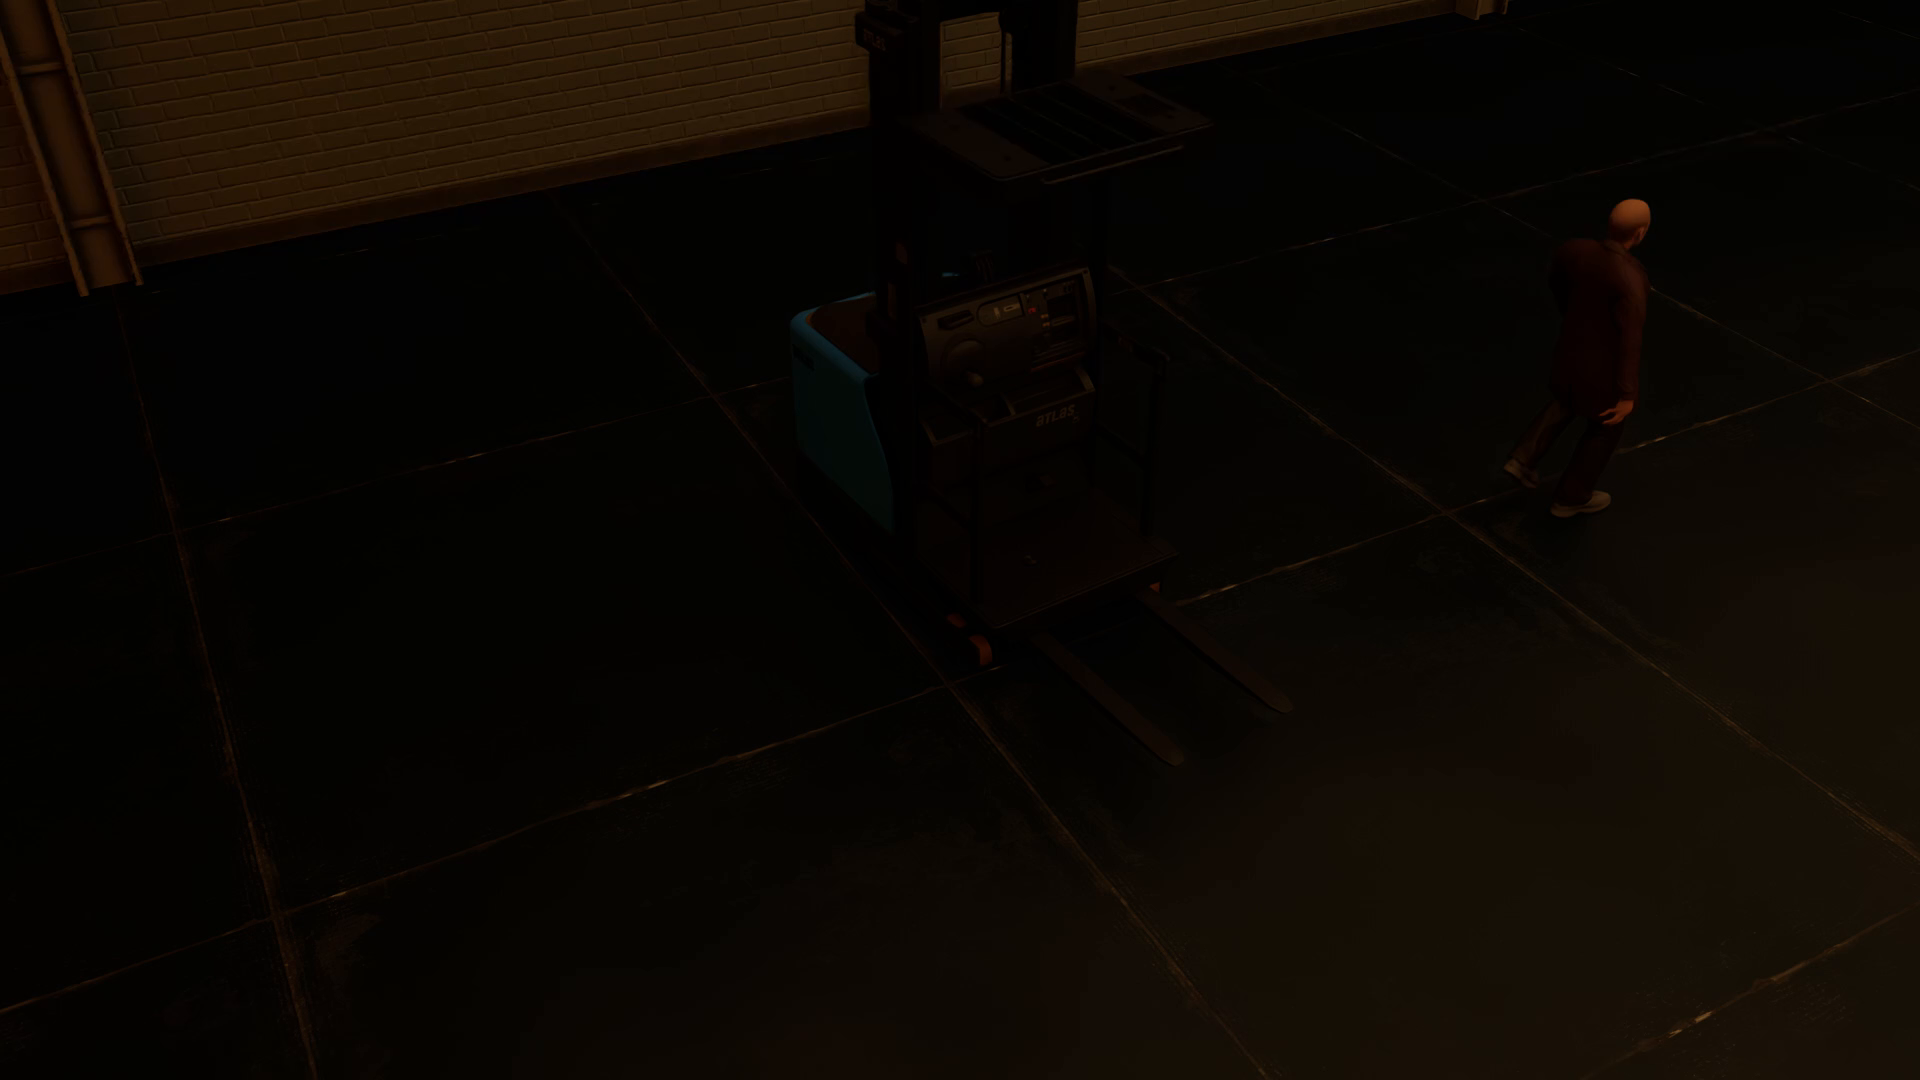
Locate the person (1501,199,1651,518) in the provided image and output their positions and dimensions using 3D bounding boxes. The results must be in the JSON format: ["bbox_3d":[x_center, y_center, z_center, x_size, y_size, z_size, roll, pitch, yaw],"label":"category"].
[{"bbox_3d":[3.175,-0.896,8.409,0.598,1.760,0.826,-17,39,-22],"label":"person"}]

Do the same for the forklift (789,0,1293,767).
[{"bbox_3d":[0.344,-0.904,7.402,1.130,2.935,3.031,-21,40,-27],"label":"forklift"}]
